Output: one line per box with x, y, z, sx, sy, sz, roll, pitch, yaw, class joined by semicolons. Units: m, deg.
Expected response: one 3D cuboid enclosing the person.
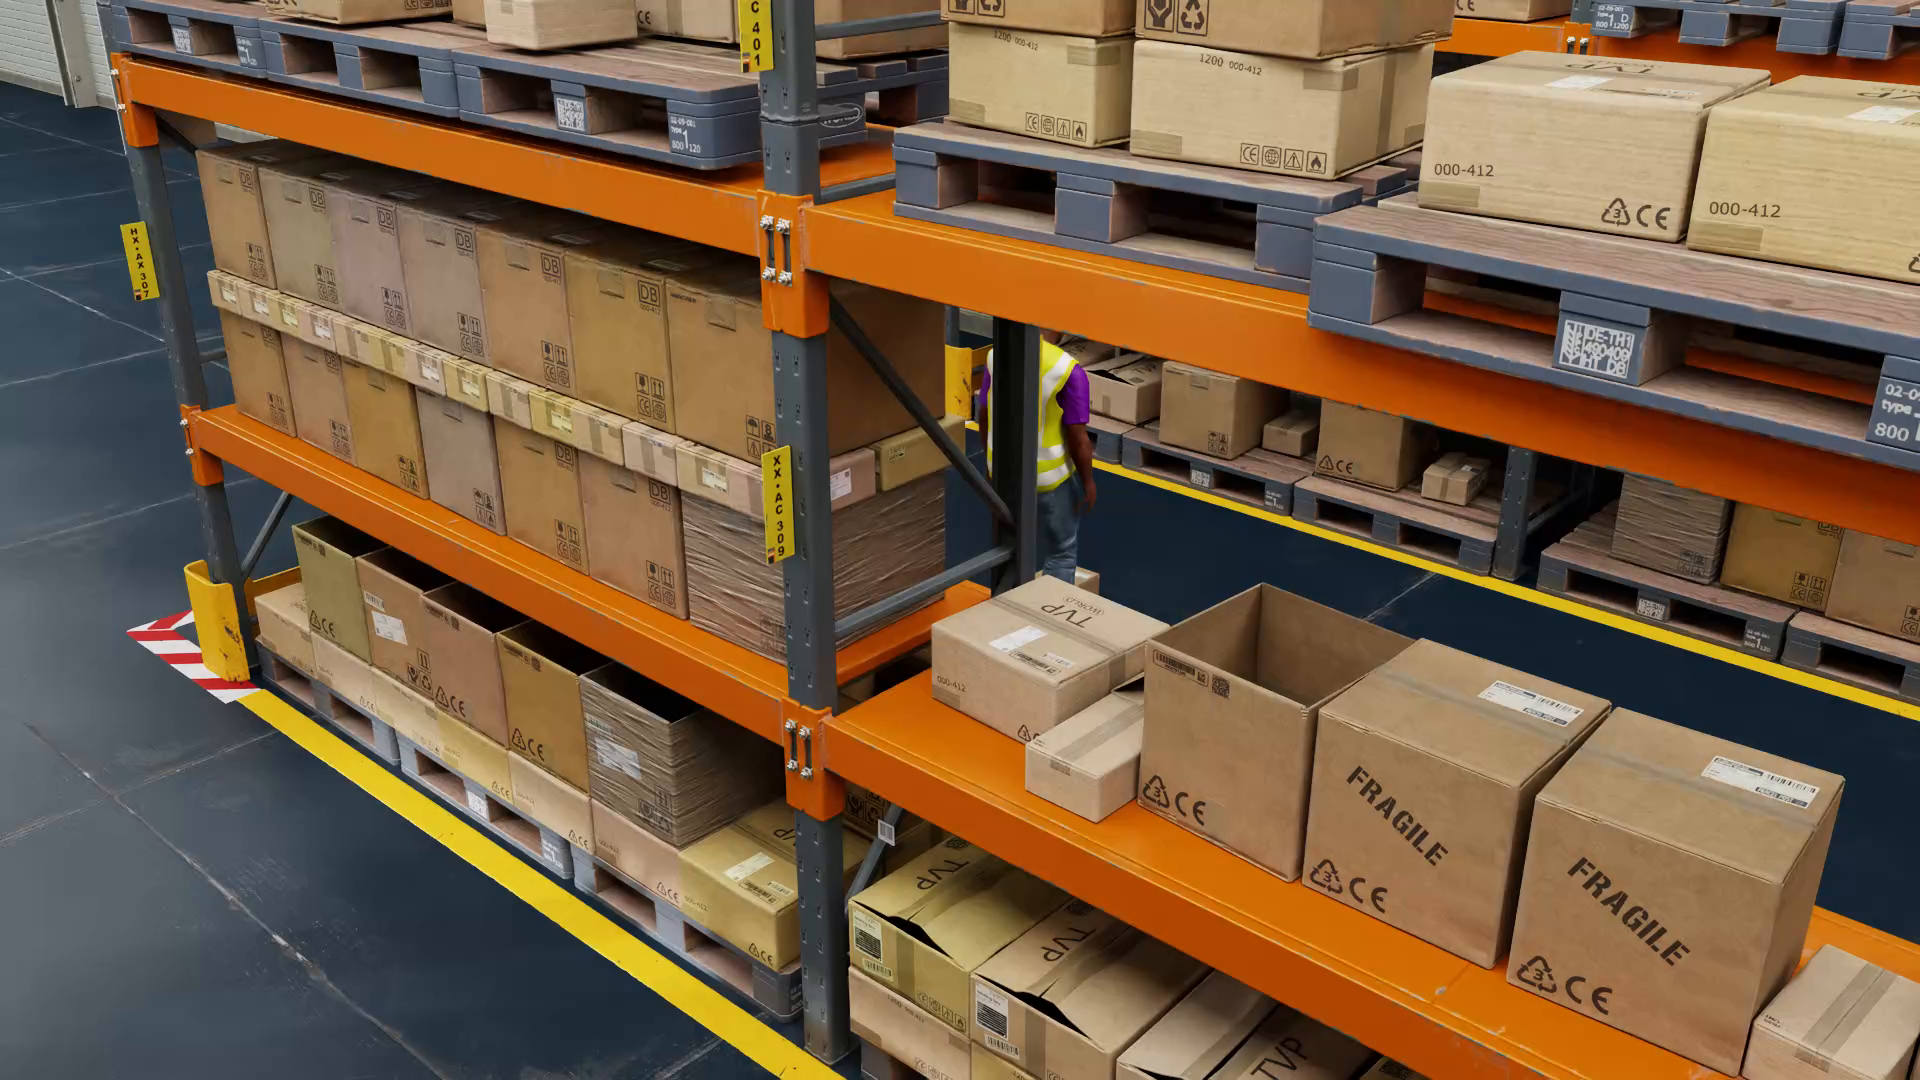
0.374;-0.329;7.832;0.625;1.755;0.463;18;30;35;person
